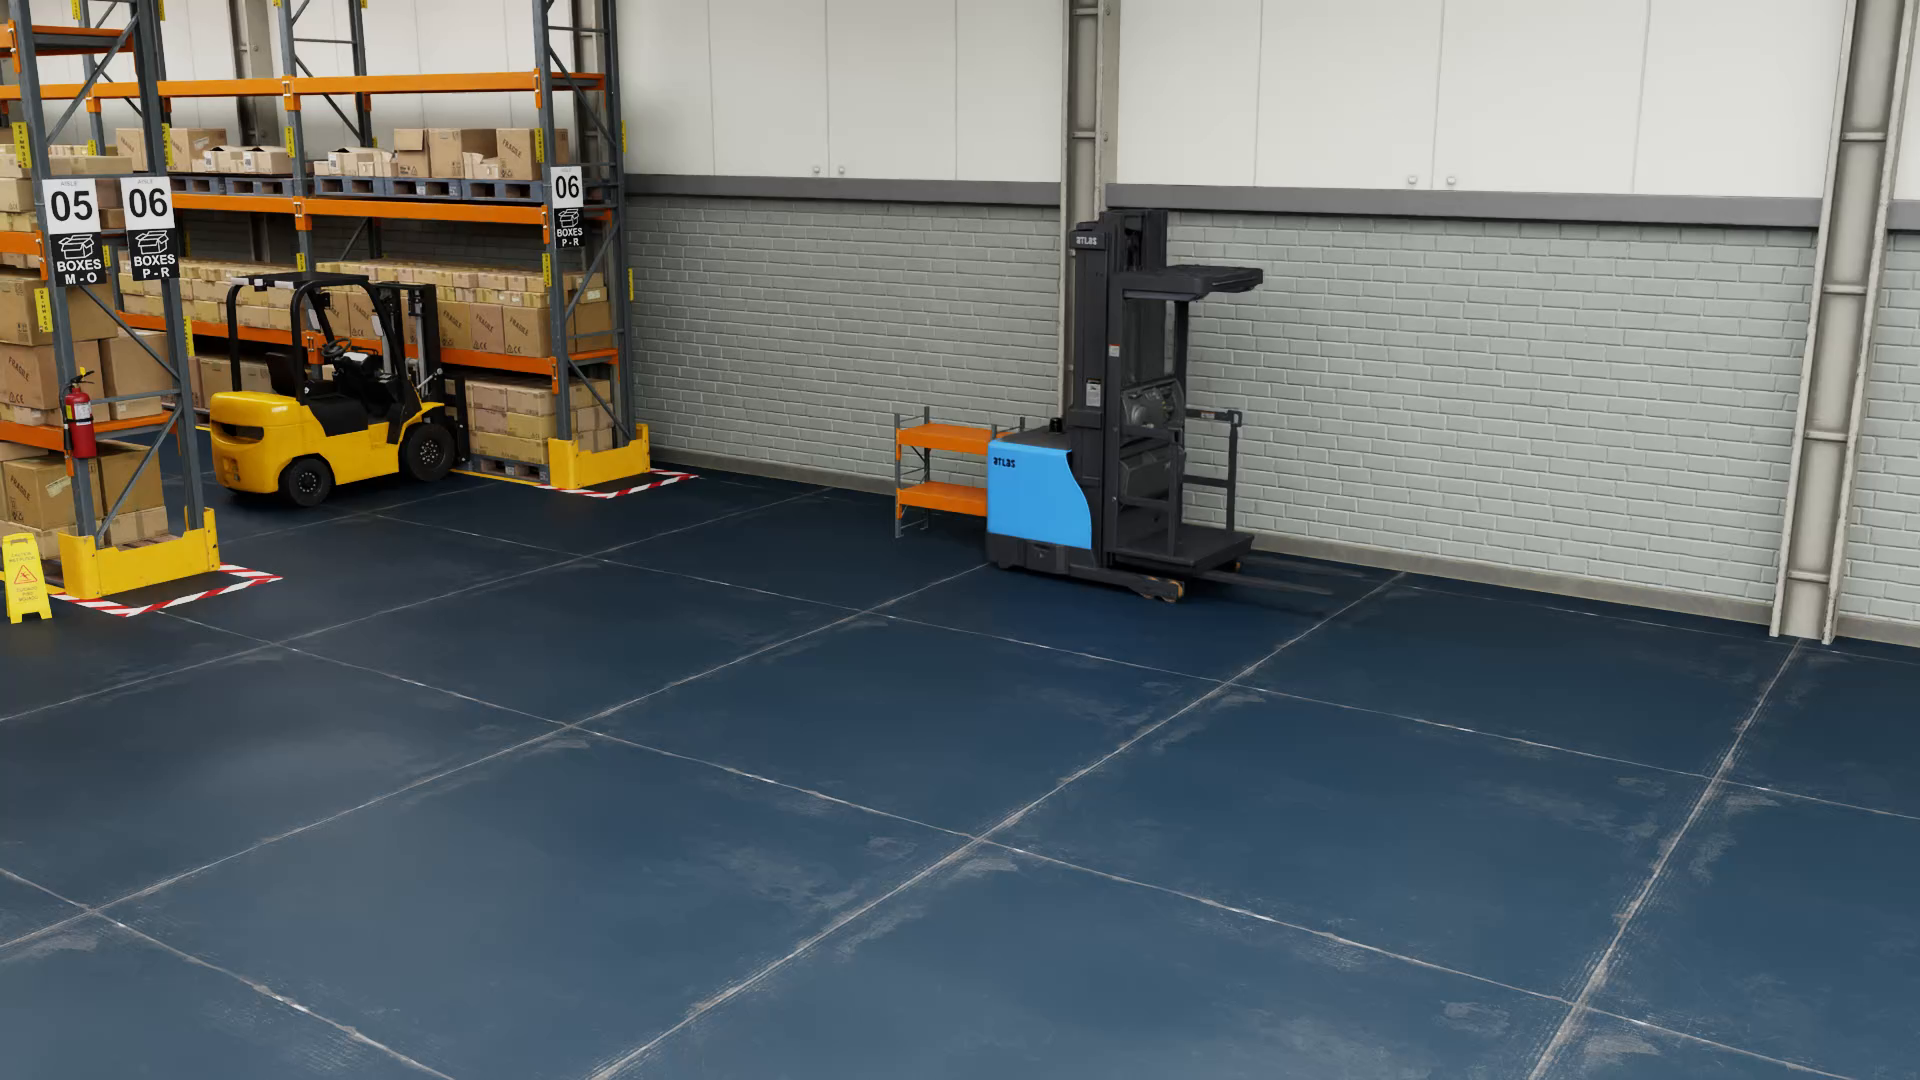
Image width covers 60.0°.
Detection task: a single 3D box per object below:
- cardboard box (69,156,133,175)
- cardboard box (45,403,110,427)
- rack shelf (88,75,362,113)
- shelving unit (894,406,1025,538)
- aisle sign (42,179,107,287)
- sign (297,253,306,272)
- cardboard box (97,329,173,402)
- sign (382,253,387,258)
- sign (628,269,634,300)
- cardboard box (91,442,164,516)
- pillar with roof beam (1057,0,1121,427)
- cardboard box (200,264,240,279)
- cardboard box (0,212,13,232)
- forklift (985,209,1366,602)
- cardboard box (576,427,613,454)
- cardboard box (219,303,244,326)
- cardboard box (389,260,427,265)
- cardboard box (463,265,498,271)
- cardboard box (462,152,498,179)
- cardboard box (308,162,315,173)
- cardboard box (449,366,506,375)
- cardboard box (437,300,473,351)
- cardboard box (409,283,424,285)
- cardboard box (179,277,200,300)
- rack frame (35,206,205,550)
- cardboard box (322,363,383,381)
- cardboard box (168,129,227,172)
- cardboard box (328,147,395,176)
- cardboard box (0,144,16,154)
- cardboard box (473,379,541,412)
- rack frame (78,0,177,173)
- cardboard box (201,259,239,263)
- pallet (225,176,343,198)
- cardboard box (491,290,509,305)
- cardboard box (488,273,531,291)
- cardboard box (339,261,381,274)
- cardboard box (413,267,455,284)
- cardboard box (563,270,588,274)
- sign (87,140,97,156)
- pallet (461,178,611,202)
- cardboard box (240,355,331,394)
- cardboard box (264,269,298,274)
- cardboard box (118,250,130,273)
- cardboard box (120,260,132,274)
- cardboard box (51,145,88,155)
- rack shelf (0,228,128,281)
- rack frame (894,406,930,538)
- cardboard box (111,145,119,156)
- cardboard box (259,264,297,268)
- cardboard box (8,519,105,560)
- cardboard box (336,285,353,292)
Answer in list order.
[{"bbox_3d":[-6.726,-2.925,13.016,0.250,0.149,0.380,9,17,32],"label":"cardboard box"},{"bbox_3d":[-6.975,-1.001,13.146,0.250,0.149,0.380,10,17,35],"label":"cardboard box"},{"bbox_3d":[-8.757,-5.279,19.750,4.000,0.370,1.077,9,17,33],"label":"rack shelf"},{"bbox_3d":[-0.006,-0.547,14.692,1.048,1.125,0.538,9,17,33],"label":"shelving unit"},{"bbox_3d":[-6.656,-2.311,12.506,0.004,0.787,0.394,9,17,33],"label":"aisle sign"},{"bbox_3d":[-7.392,-3.056,18.681,0.005,0.325,0.100,9,17,33],"label":"sign"},{"bbox_3d":[-6.783,-1.427,13.518,0.500,0.500,0.500,9,16,32],"label":"cardboard box"},{"bbox_3d":[-6.789,-3.211,19.587,0.005,0.325,0.100,9,17,33],"label":"sign"},{"bbox_3d":[-3.463,-2.674,17.416,0.005,0.325,0.100,9,17,33],"label":"sign"},{"bbox_3d":[-7.080,-0.515,13.947,0.500,0.500,0.500,9,16,31],"label":"cardboard box"},{"bbox_3d":[-1.277,-3.627,10.750,0.400,9.000,9.100,9,17,33],"label":"pillar with roof beam"},{"bbox_3d":[-8.969,-3.253,20.166,0.250,0.149,0.380,9,17,33],"label":"cardboard box"},{"bbox_3d":[-7.222,-2.468,12.832,0.250,0.149,0.380,9,17,33],"label":"cardboard box"},{"bbox_3d":[1.704,-1.083,13.100,3.031,2.935,1.130,10,17,35],"label":"forklift"},{"bbox_3d":[-4.076,-1.079,17.789,0.500,0.250,0.500,9,17,33],"label":"cardboard box"},{"bbox_3d":[-8.476,-2.723,19.894,0.500,0.250,0.500,9,17,33],"label":"cardboard box"},{"bbox_3d":[-6.251,-3.092,18.895,0.250,0.149,0.380,9,17,32],"label":"cardboard box"},{"bbox_3d":[-5.205,-2.914,18.175,0.250,0.149,0.380,9,17,33],"label":"cardboard box"},{"bbox_3d":[-4.845,-3.833,17.020,0.258,0.266,0.396,9,17,33],"label":"cardboard box"},{"bbox_3d":[-7.692,-4.381,19.478,0.250,0.149,0.380,9,17,33],"label":"cardboard box"},{"bbox_3d":[-5.318,-1.768,18.489,0.500,0.250,0.500,9,16,32],"label":"cardboard box"},{"bbox_3d":[-5.184,-2.308,17.694,0.500,0.500,0.500,9,16,32],"label":"cardboard box"},{"bbox_3d":[-5.707,-2.699,17.924,0.250,0.149,0.380,9,16,32],"label":"cardboard box"},{"bbox_3d":[-9.345,-3.099,20.370,0.500,0.250,0.500,9,16,31],"label":"cardboard box"},{"bbox_3d":[-6.545,-1.115,13.085,0.127,3.000,1.000,9,17,33],"label":"rack frame"},{"bbox_3d":[-6.871,-1.869,18.897,0.500,0.250,0.500,9,16,32],"label":"cardboard box"},{"bbox_3d":[-9.106,-4.653,19.844,0.500,0.500,0.500,10,17,34],"label":"cardboard box"},{"bbox_3d":[-6.543,-4.147,18.193,0.500,0.311,0.500,10,17,34],"label":"cardboard box"},{"bbox_3d":[-12.422,-5.123,21.856,0.250,0.149,0.380,9,17,33],"label":"cardboard box"},{"bbox_3d":[-4.761,-1.527,17.515,0.500,0.250,0.500,10,17,34],"label":"cardboard box"},{"bbox_3d":[-10.416,-6.090,20.699,0.127,3.000,1.000,9,17,33],"label":"rack frame"},{"bbox_3d":[-9.330,-3.460,20.998,0.250,0.149,0.380,9,16,32],"label":"cardboard box"},{"bbox_3d":[-7.836,-4.121,19.382,1.217,0.209,0.805,8,16,31],"label":"pallet"},{"bbox_3d":[-4.632,-2.535,17.262,0.250,0.149,0.380,10,17,34],"label":"cardboard box"},{"bbox_3d":[-4.647,-2.676,17.213,0.250,0.149,0.380,10,17,34],"label":"cardboard box"},{"bbox_3d":[-6.721,-3.034,18.660,0.250,0.149,0.380,9,17,34],"label":"cardboard box"},{"bbox_3d":[-5.668,-2.861,17.960,0.250,0.149,0.380,9,17,33],"label":"cardboard box"},{"bbox_3d":[-4.123,-2.749,17.508,0.250,0.149,0.380,10,17,35],"label":"cardboard box"},{"bbox_3d":[-10.721,-4.777,20.561,0.005,0.325,0.100,9,17,33],"label":"sign"},{"bbox_3d":[-4.350,-3.618,17.140,1.213,0.211,1.003,9,17,33],"label":"pallet"},{"bbox_3d":[-8.176,-1.866,20.188,0.625,0.625,0.875,9,17,32],"label":"cardboard box"},{"bbox_3d":[-7.902,-3.081,19.469,0.250,0.149,0.380,9,17,33],"label":"cardboard box"},{"bbox_3d":[-10.756,-3.531,21.762,0.500,0.500,0.500,10,17,35],"label":"cardboard box"},{"bbox_3d":[-10.316,-3.440,20.920,0.250,0.149,0.380,10,17,34],"label":"cardboard box"},{"bbox_3d":[-11.462,-5.011,21.444,0.250,0.149,0.380,9,16,32],"label":"cardboard box"},{"bbox_3d":[-8.205,-2.490,13.895,4.000,0.370,1.077,9,17,33],"label":"rack shelf"},{"bbox_3d":[-0.427,-0.615,14.967,0.032,1.125,0.500,9,17,33],"label":"rack frame"},{"bbox_3d":[-10.762,-5.044,21.577,0.250,0.149,0.380,9,17,33],"label":"cardboard box"},{"bbox_3d":[-8.297,-3.277,20.259,0.250,0.149,0.380,9,17,32],"label":"cardboard box"},{"bbox_3d":[-7.386,-0.042,13.600,0.500,0.250,0.500,9,17,33],"label":"cardboard box"},{"bbox_3d":[-6.764,-2.876,18.639,0.250,0.149,0.380,10,17,34],"label":"cardboard box"}]
